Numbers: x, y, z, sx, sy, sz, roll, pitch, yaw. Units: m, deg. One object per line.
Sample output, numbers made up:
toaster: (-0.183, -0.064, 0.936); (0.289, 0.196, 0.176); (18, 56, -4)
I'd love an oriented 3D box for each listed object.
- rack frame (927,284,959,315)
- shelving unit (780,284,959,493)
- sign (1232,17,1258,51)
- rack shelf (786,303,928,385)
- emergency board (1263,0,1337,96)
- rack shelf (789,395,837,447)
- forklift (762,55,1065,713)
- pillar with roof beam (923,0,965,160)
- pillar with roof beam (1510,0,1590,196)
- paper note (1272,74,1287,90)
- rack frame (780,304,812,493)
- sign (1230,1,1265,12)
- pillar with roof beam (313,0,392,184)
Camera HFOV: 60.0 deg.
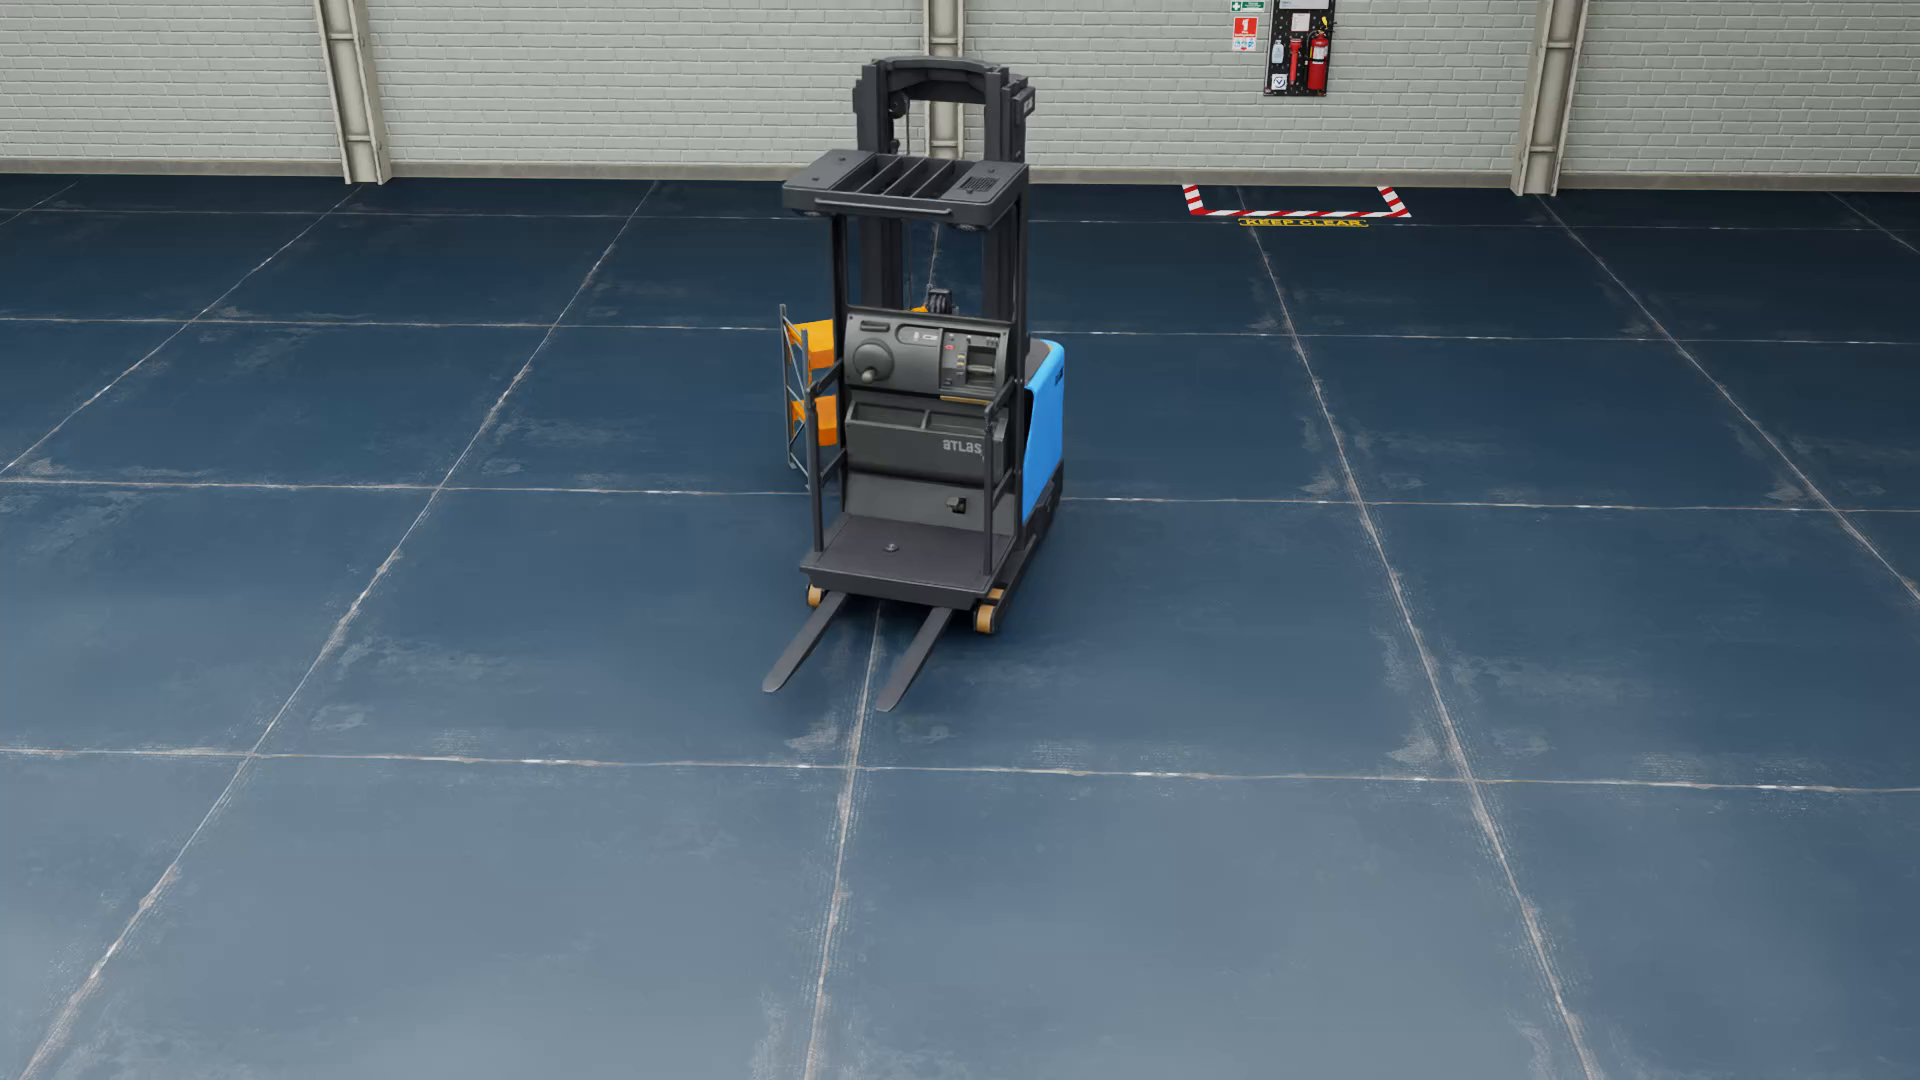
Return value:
rack frame: (-0.113, -1.095, 11.115); (0.032, 1.125, 0.500); (-11, 30, -20)
shelving unit: (-0.583, -1.005, 10.944); (1.048, 1.125, 0.538); (-11, 30, -20)
sign: (2.820, -5.010, 16.461); (0.234, 0.329, 0.001); (1, 28, 2)
rack shelf: (-0.583, -1.263, 10.807); (1.000, 0.278, 0.538); (-11, 30, -20)
emergency board: (3.369, -4.937, 16.361); (0.643, 1.169, 0.194); (1, 28, 2)
rack shelf: (-0.583, -0.788, 11.058); (1.000, 0.278, 0.538); (-11, 30, -20)
forklift: (-0.246, -0.977, 8.963); (1.130, 2.935, 3.031); (8, 29, 14)
pillar with roof beam: (-0.311, -5.613, 11.231); (0.400, 9.000, 9.100); (1, 28, 2)
pillar with roof beam: (5.686, -5.514, 11.044); (0.400, 9.000, 9.100); (1, 28, 2)
paper note: (3.195, -4.583, 16.634); (0.142, 0.148, 0.016); (1, 28, 2)
rack frame: (-1.054, -0.914, 10.773); (0.032, 1.125, 0.500); (-11, 30, -20)
sign: (2.824, -5.240, 16.329); (0.331, 0.109, 0.001); (1, 28, 2)
pillar with roof beam: (-6.307, -5.713, 11.418); (0.400, 9.000, 9.100); (1, 28, 2)
